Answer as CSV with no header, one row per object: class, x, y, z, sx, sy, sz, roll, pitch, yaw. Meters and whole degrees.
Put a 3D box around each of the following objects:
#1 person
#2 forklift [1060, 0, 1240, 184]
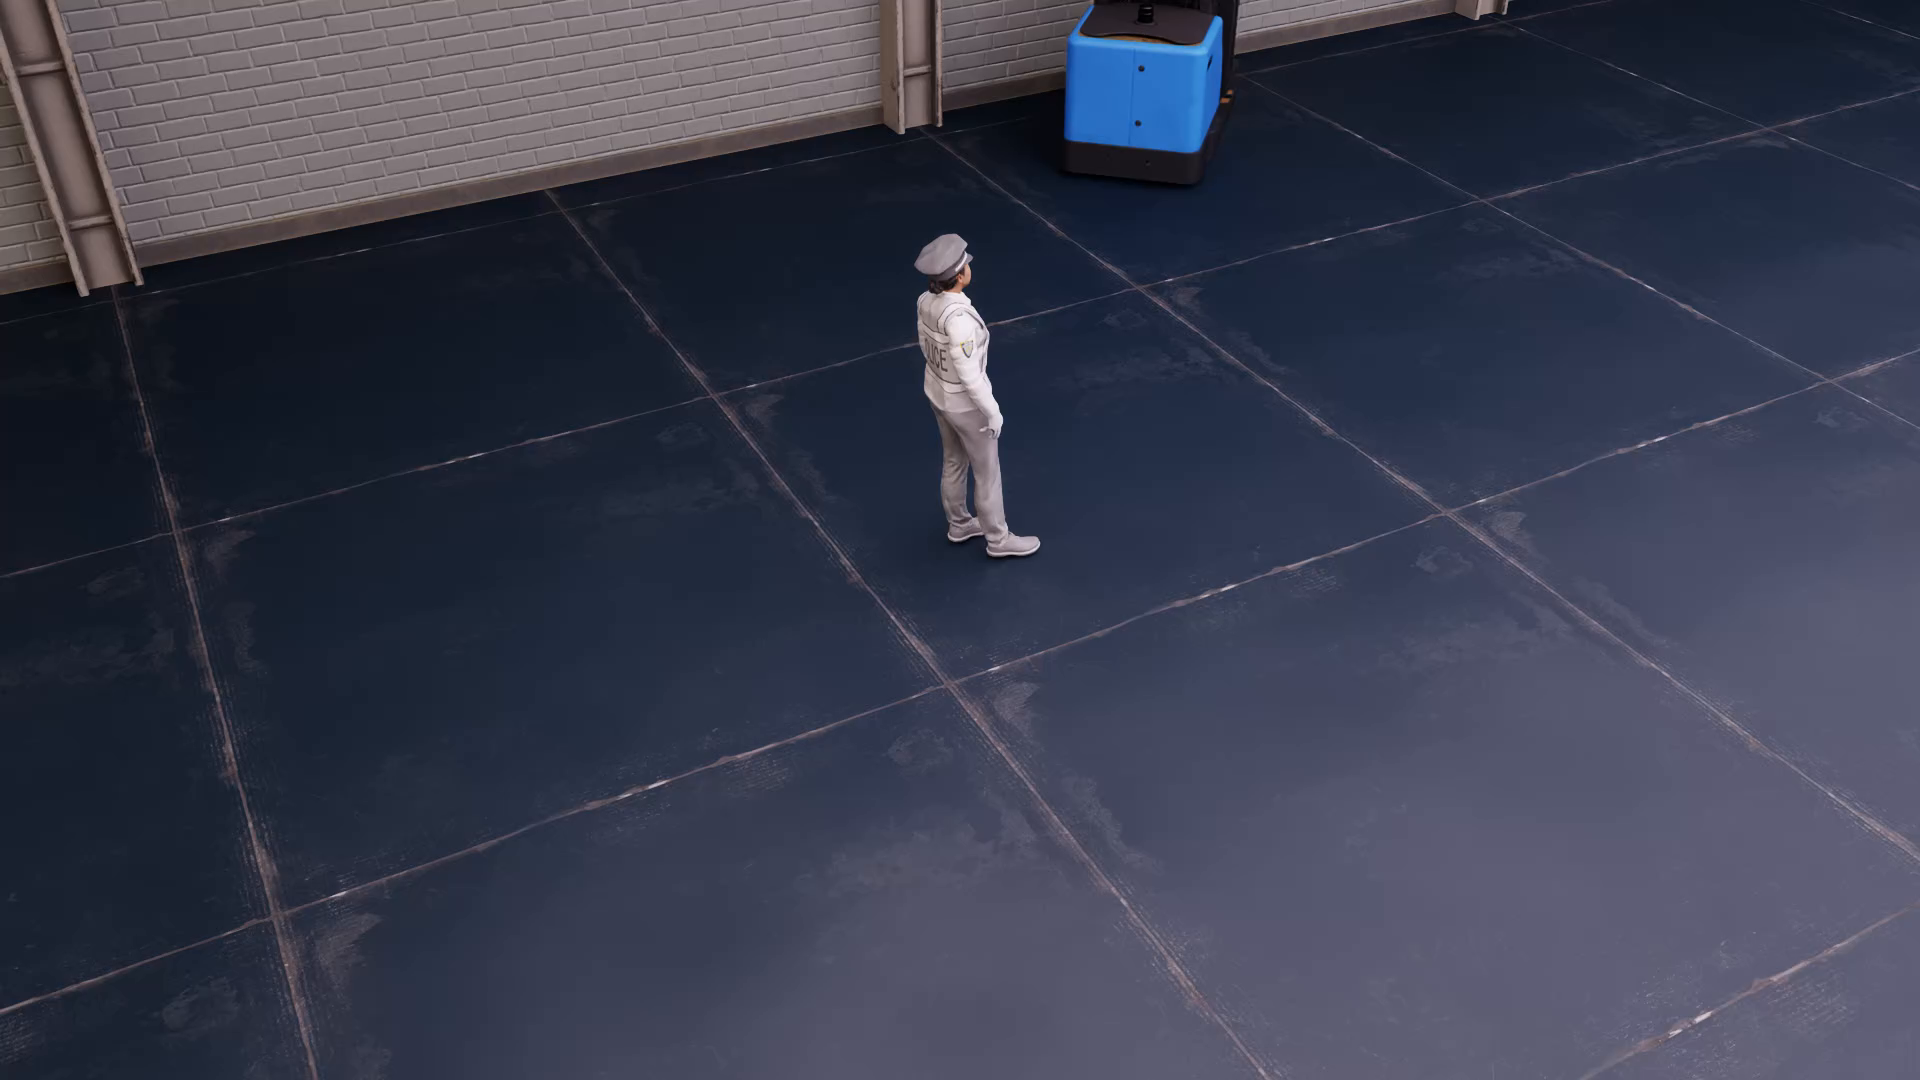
person,0.064,-0.713,8.190,0.530,1.694,0.586,-17,39,-23
forklift,1.641,-4.663,12.720,1.130,2.935,3.031,9,36,13
